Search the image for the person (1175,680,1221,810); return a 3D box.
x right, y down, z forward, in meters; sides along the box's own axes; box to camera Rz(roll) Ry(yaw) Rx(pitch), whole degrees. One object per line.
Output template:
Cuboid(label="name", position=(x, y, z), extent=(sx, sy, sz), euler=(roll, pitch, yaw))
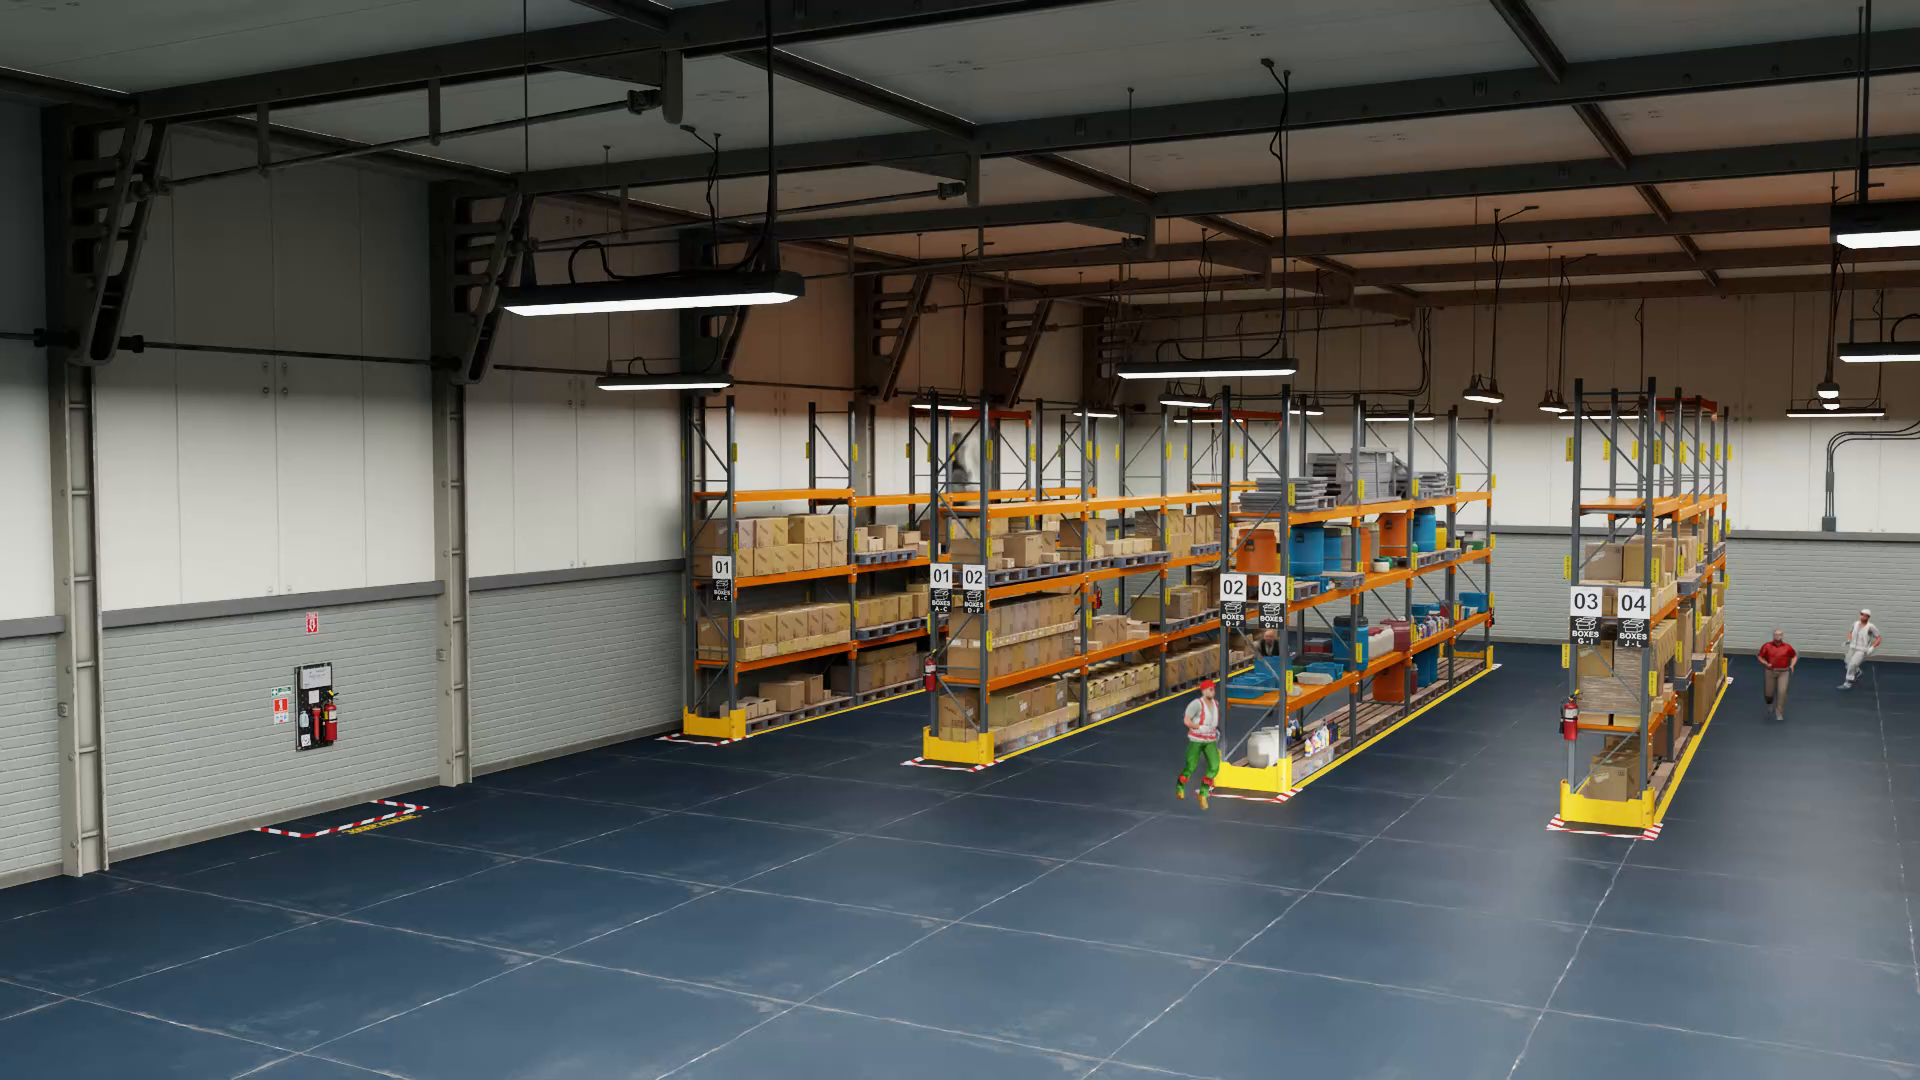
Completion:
Cuboid(label="person", position=(3.446, 2.881, 23.599), extent=(0.681, 1.816, 0.747), euler=(-1, 3, -25))

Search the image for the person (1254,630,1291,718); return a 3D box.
Cuboid(label="person", position=(5.988, 2.524, 31.844), extent=(0.696, 1.680, 1.008), euler=(1, 3, 18))

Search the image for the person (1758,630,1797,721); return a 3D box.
Cuboid(label="person", position=(15.318, 2.518, 31.161), extent=(0.674, 1.679, 0.782), euler=(1, 3, 23))

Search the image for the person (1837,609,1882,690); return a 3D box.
Cuboid(label="person", position=(18.885, 2.305, 34.861), extent=(0.732, 1.723, 0.711), euler=(-2, 3, -28))
